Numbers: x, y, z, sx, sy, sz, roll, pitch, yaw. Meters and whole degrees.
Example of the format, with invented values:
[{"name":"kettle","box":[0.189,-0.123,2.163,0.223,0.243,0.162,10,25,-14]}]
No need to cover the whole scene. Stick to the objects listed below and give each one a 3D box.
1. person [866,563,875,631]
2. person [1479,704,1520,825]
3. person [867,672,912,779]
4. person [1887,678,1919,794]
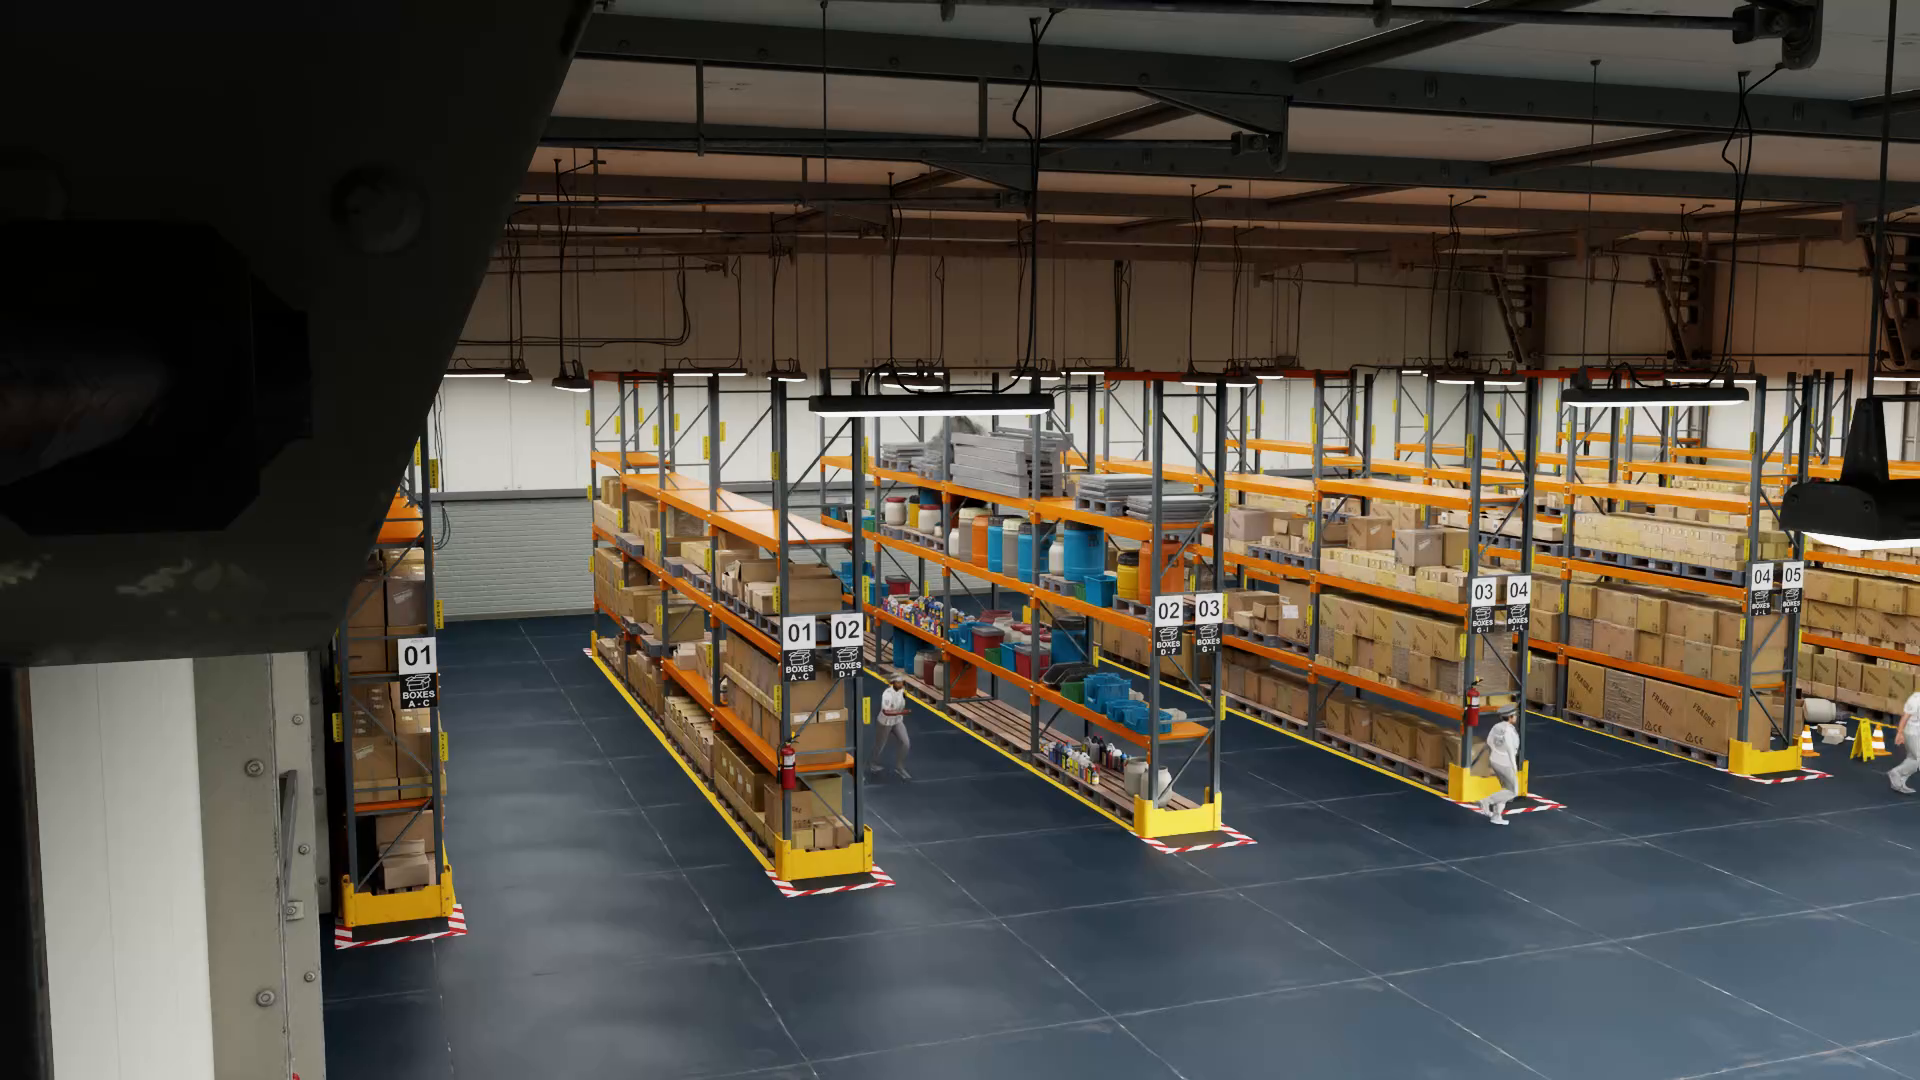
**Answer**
[{"name":"person","box":[-2.086,1.303,37.987,0.596,1.578,0.586,0,6,4]},{"name":"person","box":[7.267,3.031,22.409,0.512,1.655,0.687,0,6,-1]},{"name":"person","box":[-1.028,2.754,24.889,0.573,1.655,0.948,-6,9,-43]},{"name":"person","box":[13.788,2.801,23.987,0.667,1.738,0.592,-6,9,-44]}]
